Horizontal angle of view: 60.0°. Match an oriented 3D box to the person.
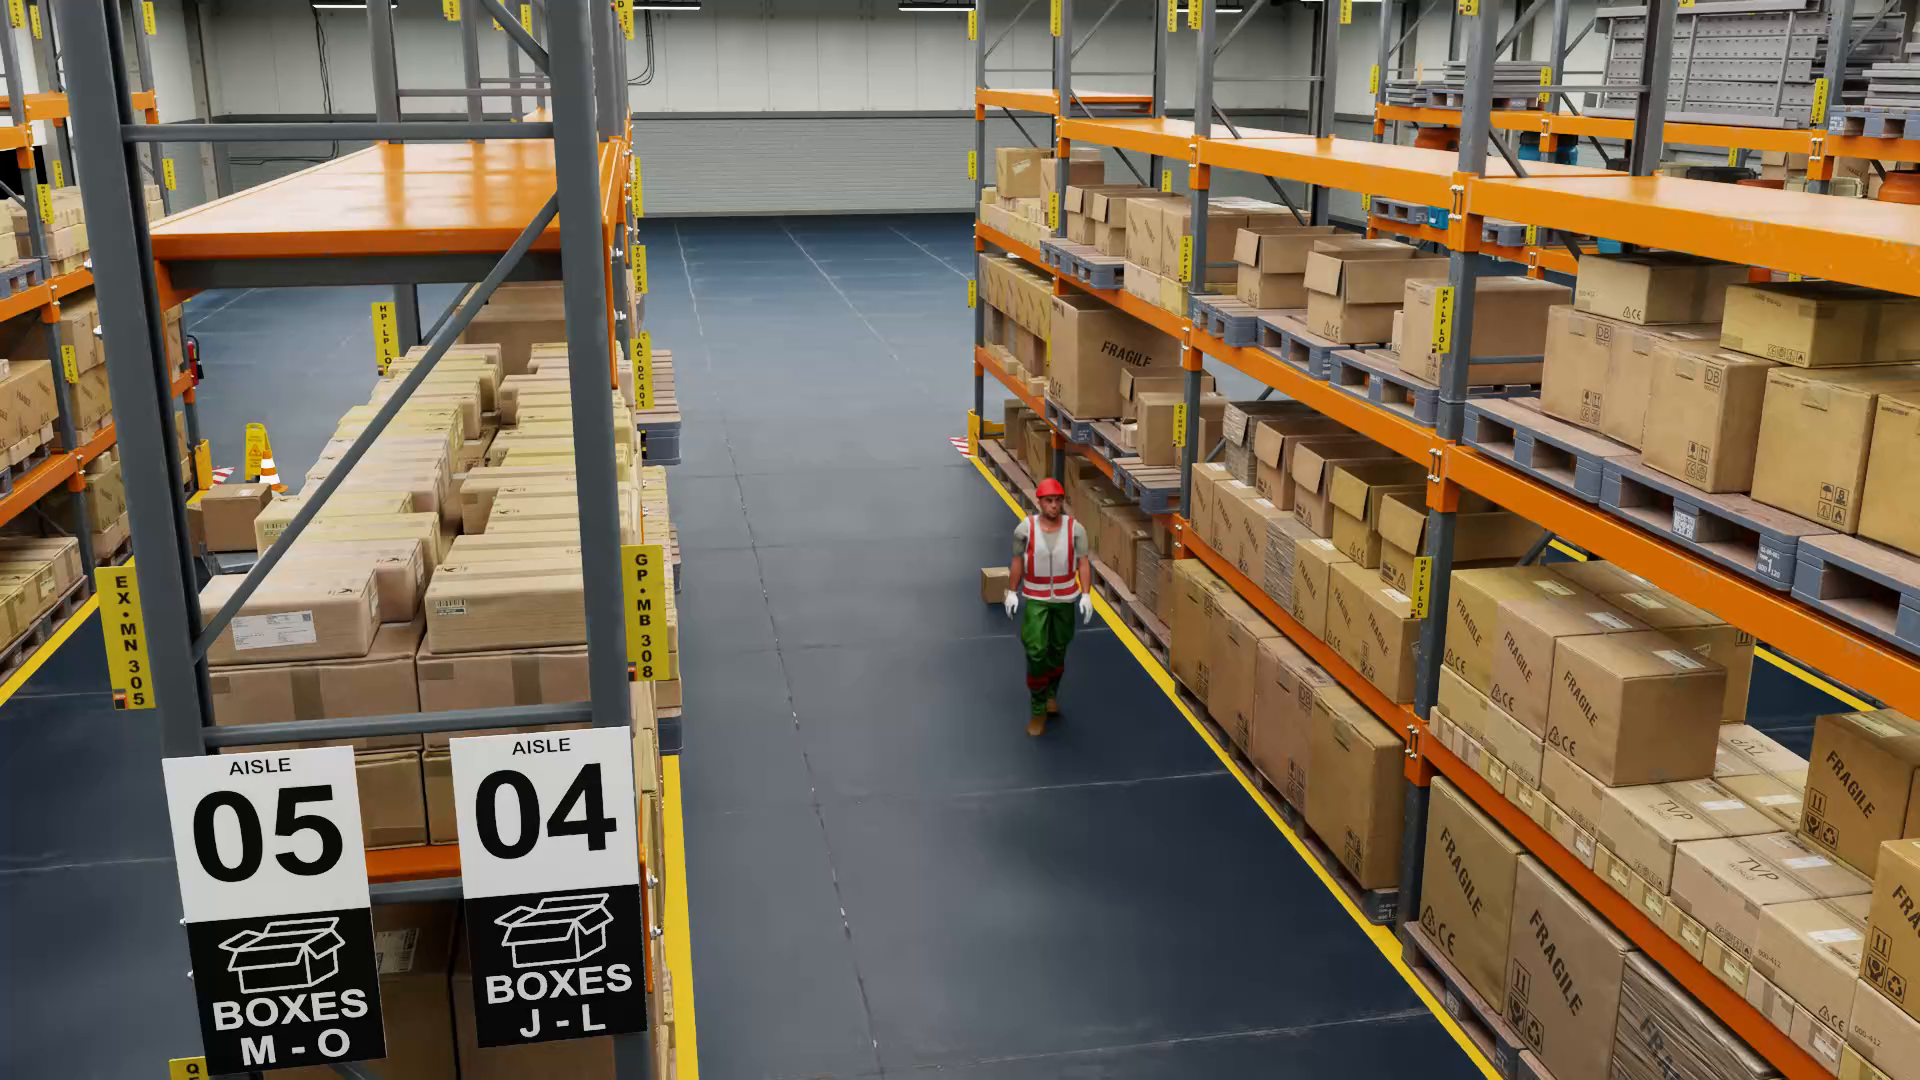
[{"bbox_3d":[0.640,0.470,11.898,0.599,1.842,0.619,-1,16,-5],"label":"person"}]
